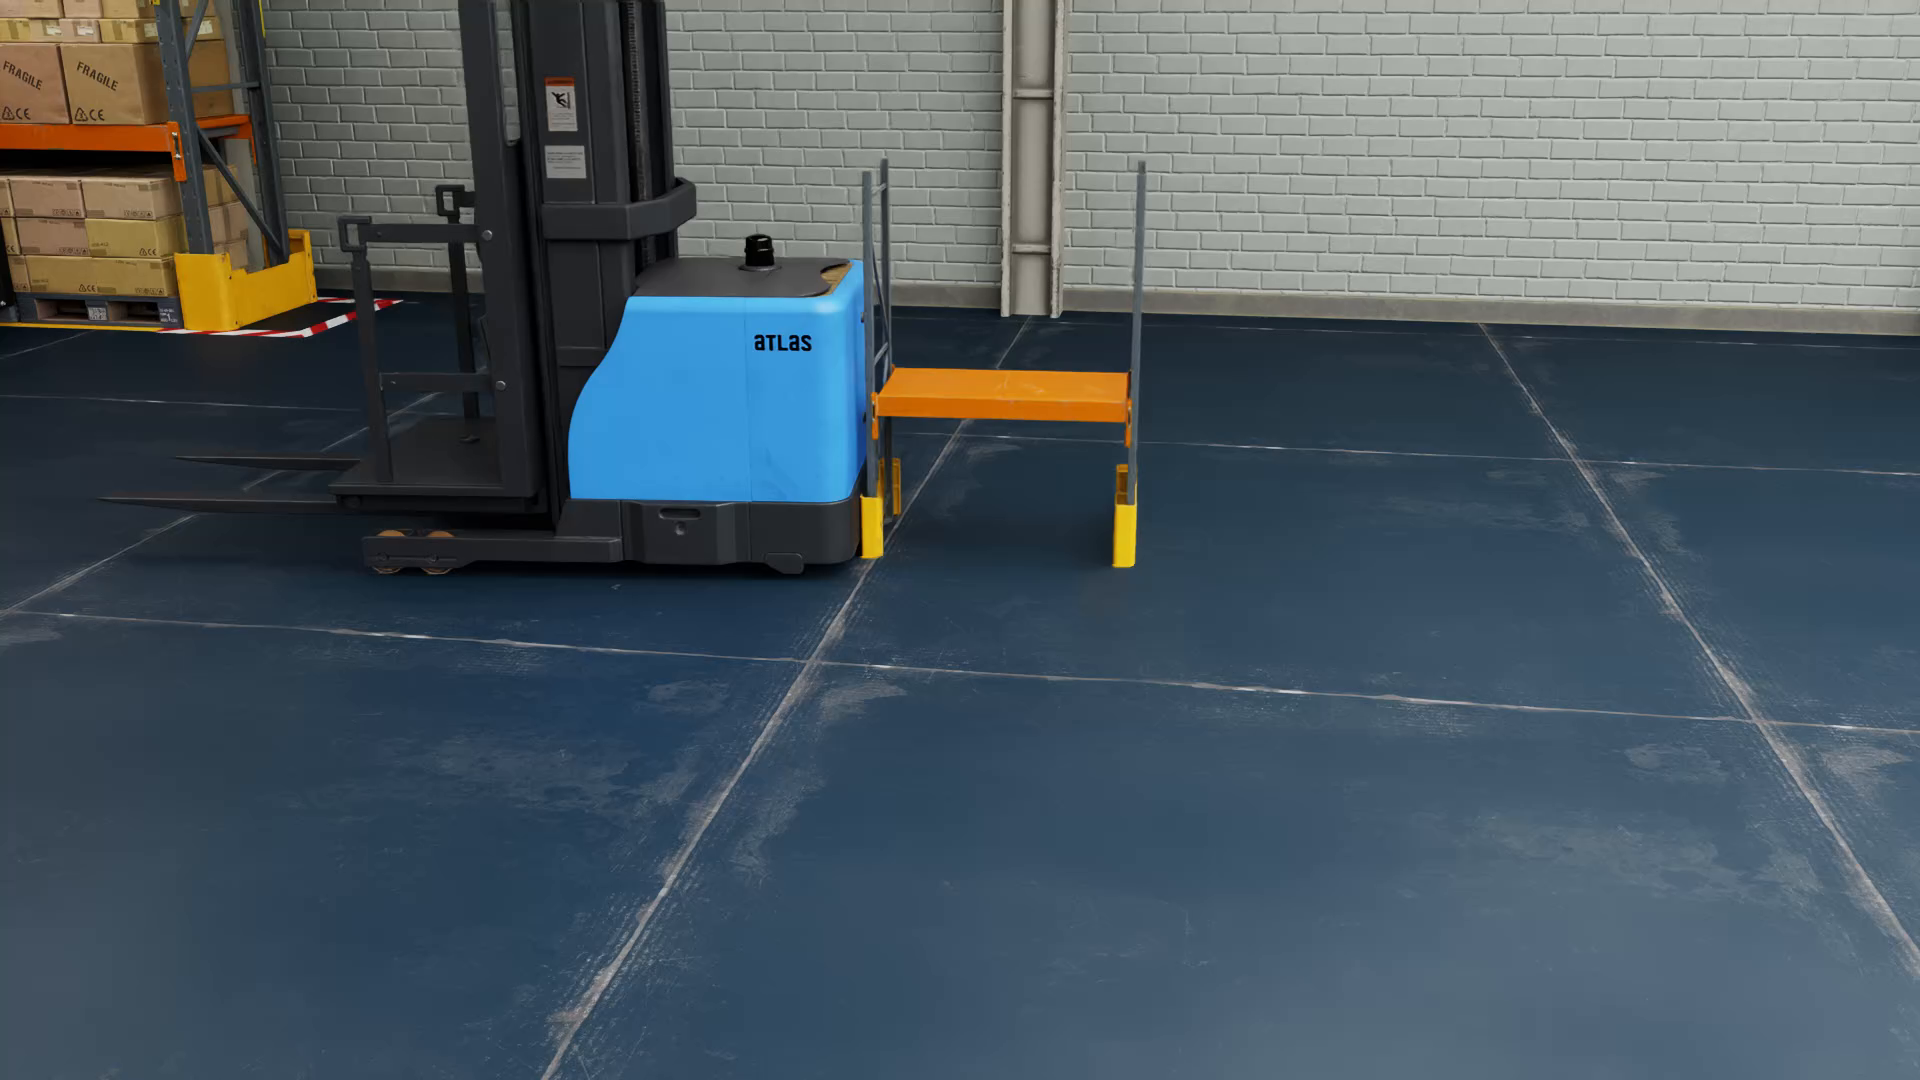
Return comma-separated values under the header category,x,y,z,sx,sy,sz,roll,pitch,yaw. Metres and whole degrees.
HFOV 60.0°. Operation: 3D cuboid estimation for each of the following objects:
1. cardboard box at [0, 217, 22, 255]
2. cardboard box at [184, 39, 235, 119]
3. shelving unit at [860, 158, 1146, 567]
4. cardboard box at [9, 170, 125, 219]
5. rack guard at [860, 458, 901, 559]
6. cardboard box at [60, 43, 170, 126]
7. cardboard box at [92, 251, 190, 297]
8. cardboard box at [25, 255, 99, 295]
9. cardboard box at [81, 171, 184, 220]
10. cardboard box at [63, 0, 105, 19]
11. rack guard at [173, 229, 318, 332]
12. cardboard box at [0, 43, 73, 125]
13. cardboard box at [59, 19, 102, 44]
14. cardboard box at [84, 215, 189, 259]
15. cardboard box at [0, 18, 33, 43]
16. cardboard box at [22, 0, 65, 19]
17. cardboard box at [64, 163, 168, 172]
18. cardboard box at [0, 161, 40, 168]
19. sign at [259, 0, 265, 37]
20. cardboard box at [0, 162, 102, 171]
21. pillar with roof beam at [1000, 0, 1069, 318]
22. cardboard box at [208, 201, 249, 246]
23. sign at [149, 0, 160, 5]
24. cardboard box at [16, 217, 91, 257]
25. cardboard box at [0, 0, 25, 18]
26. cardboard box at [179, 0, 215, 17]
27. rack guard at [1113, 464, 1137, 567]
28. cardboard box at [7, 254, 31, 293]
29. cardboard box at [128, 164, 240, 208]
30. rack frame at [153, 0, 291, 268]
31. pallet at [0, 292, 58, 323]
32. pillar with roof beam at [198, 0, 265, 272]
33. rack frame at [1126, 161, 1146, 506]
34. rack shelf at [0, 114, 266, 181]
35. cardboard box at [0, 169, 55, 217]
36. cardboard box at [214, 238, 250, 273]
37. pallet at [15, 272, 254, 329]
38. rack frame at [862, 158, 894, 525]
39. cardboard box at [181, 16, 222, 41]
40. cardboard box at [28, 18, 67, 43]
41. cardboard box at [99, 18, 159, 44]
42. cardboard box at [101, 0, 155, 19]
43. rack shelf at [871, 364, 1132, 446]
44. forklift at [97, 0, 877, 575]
category,x,y,z,sx,sy,sz,roll,pitch,yaw
cardboard box,-6.419,-2.083,11.186,0.500,0.250,0.500,2,19,7
cardboard box,-5.327,-3.136,11.290,0.500,0.500,0.500,4,19,10
shelving unit,0.173,-0.714,6.574,1.083,1.500,0.587,2,19,6
cardboard box,-5.891,-2.295,11.031,0.500,0.250,0.500,3,19,10
rack guard,-0.322,-0.138,6.821,0.087,0.250,0.587,2,19,6
cardboard box,-5.410,-2.966,10.784,0.500,0.500,0.500,3,19,7
cardboard box,-5.396,-1.796,11.116,0.500,0.250,0.500,3,19,9
cardboard box,-5.886,-1.824,11.200,0.500,0.250,0.500,3,19,9
cardboard box,-5.386,-2.271,10.960,0.500,0.250,0.500,4,19,10
cardboard box,-5.518,-3.427,10.670,0.250,0.149,0.380,3,19,9
rack guard,-4.858,-1.790,11.364,0.348,0.500,1.175,3,19,9
cardboard box,-5.920,-2.995,10.870,0.500,0.500,0.500,4,19,10
cardboard box,-5.526,-3.265,10.653,0.250,0.149,0.380,3,19,10
cardboard box,-5.412,-2.035,11.042,0.500,0.250,0.500,3,19,8
cardboard box,-6.015,-3.313,10.797,0.250,0.149,0.380,3,19,8
cardboard box,-5.780,-3.432,10.684,0.250,0.149,0.380,3,19,10
cardboard box,-5.820,-2.453,11.504,0.500,0.250,0.500,3,19,9
cardboard box,-6.817,-2.510,11.673,0.500,0.250,0.500,3,19,8
sign,-4.788,-3.598,11.340,0.005,0.325,0.100,3,19,9
cardboard box,-6.313,-2.482,11.589,0.500,0.250,0.500,3,19,8
pillar with roof beam,-0.185,-4.488,6.035,0.400,9.000,9.100,3,19,9
cardboard box,-5.313,-2.197,11.527,0.500,0.250,0.500,3,19,10
sign,-4.982,-3.469,10.244,0.005,0.325,0.100,3,19,9
cardboard box,-5.906,-2.064,11.128,0.500,0.250,0.500,3,19,8
cardboard box,-6.014,-3.468,10.791,0.250,0.149,0.380,3,19,9
cardboard box,-5.180,-3.556,11.056,0.250,0.149,0.380,3,19,8
rack guard,0.668,-0.105,6.724,0.087,0.250,0.587,2,19,6
cardboard box,-6.378,-1.852,11.283,0.500,0.250,0.500,3,19,9
cardboard box,-5.327,-2.429,11.432,0.500,0.250,0.500,3,19,8
rack frame,-4.882,-2.976,10.971,0.127,3.000,1.000,3,19,9
pallet,-6.845,-1.742,11.675,1.213,0.211,1.003,3,19,9
pillar with roof beam,-6.109,-4.790,6.937,0.400,9.000,9.100,3,19,9
rack frame,0.688,-0.697,6.523,0.032,1.500,0.500,2,19,6
rack shelf,-6.857,-2.736,11.386,4.000,0.370,1.077,3,19,9
cardboard box,-6.391,-2.317,11.098,0.500,0.250,0.500,3,19,9
cardboard box,-5.336,-1.958,11.598,0.500,0.250,0.500,3,19,9
pallet,-5.644,-1.679,11.490,1.213,0.211,1.003,3,19,9
rack frame,-0.324,-0.731,6.623,0.032,1.500,0.500,2,19,6
cardboard box,-5.176,-3.430,11.147,0.250,0.149,0.380,2,19,7
cardboard box,-5.772,-3.297,10.749,0.250,0.149,0.380,3,19,10
cardboard box,-5.269,-3.261,10.642,0.250,0.149,0.380,3,19,9
cardboard box,-5.269,-3.425,10.662,0.250,0.149,0.380,3,19,9
rack shelf,0.182,-0.543,6.630,1.000,0.185,0.538,2,19,6
forklift,-1.895,-1.421,6.431,3.031,2.935,1.130,1,19,3
